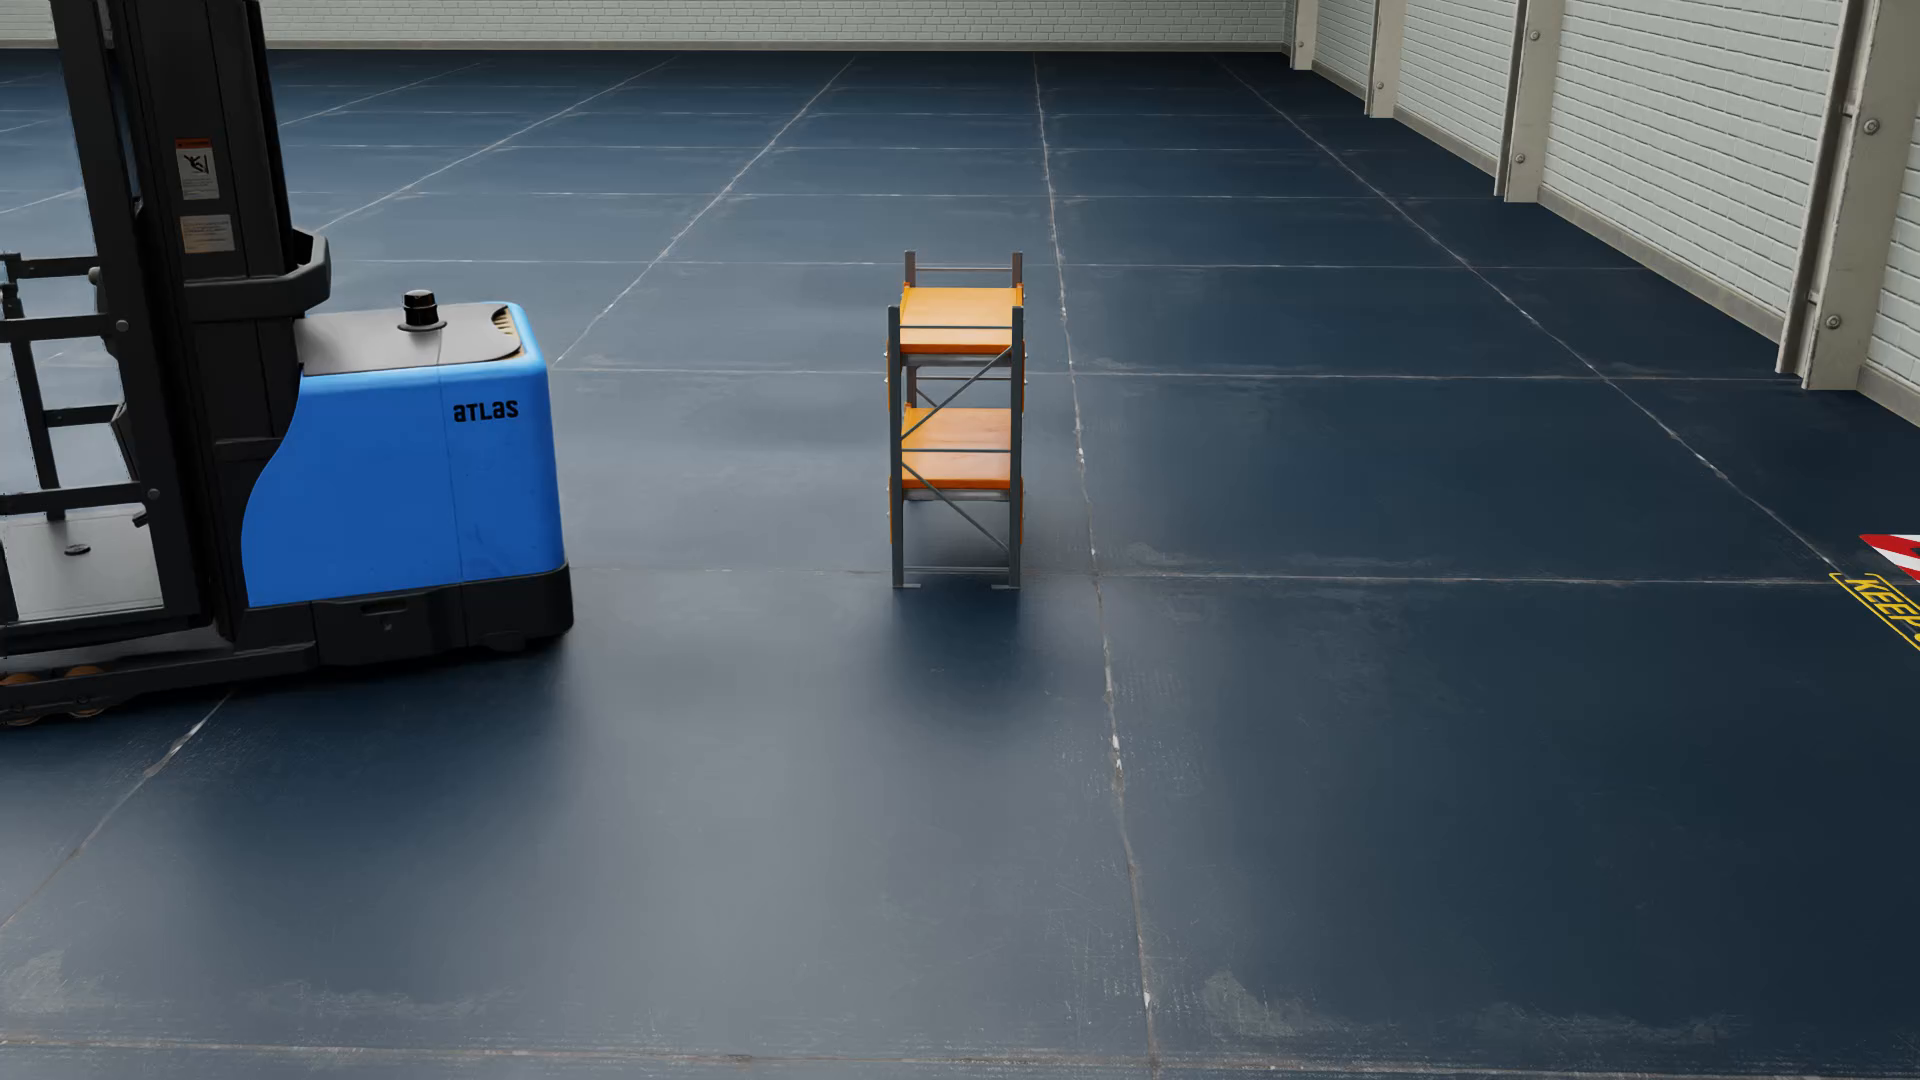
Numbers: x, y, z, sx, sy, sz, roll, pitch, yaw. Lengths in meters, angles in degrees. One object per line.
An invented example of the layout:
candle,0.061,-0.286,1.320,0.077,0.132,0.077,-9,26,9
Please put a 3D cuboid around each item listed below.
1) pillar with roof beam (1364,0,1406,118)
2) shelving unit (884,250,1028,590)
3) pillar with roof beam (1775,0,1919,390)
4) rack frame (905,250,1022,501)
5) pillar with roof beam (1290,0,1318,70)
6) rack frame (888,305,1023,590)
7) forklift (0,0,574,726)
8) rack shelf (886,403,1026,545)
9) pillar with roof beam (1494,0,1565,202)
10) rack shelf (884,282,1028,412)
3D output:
pillar with roof beam,0.882,-9.481,19.023,9.100,9.000,0.400,1,21,2
shelving unit,0.000,-0.522,6.819,0.538,1.125,1.048,1,21,2
pillar with roof beam,0.517,-5.142,7.840,9.100,9.000,0.400,1,21,2
rack frame,0.015,-0.706,7.293,0.500,1.125,0.032,1,21,2
pillar with roof beam,1.064,-11.650,24.614,9.100,9.000,0.400,1,21,2
rack frame,-0.016,-0.338,6.345,0.500,1.125,0.032,1,21,2
forklift,-2.978,-0.971,5.480,3.031,2.935,1.130,-7,22,-17
rack shelf,0.000,-0.294,6.908,0.538,0.278,1.000,1,21,2
pillar with roof beam,0.699,-7.311,13.432,9.100,9.000,0.400,1,21,2
rack shelf,0.000,-0.795,6.713,0.538,0.278,1.000,1,21,2
